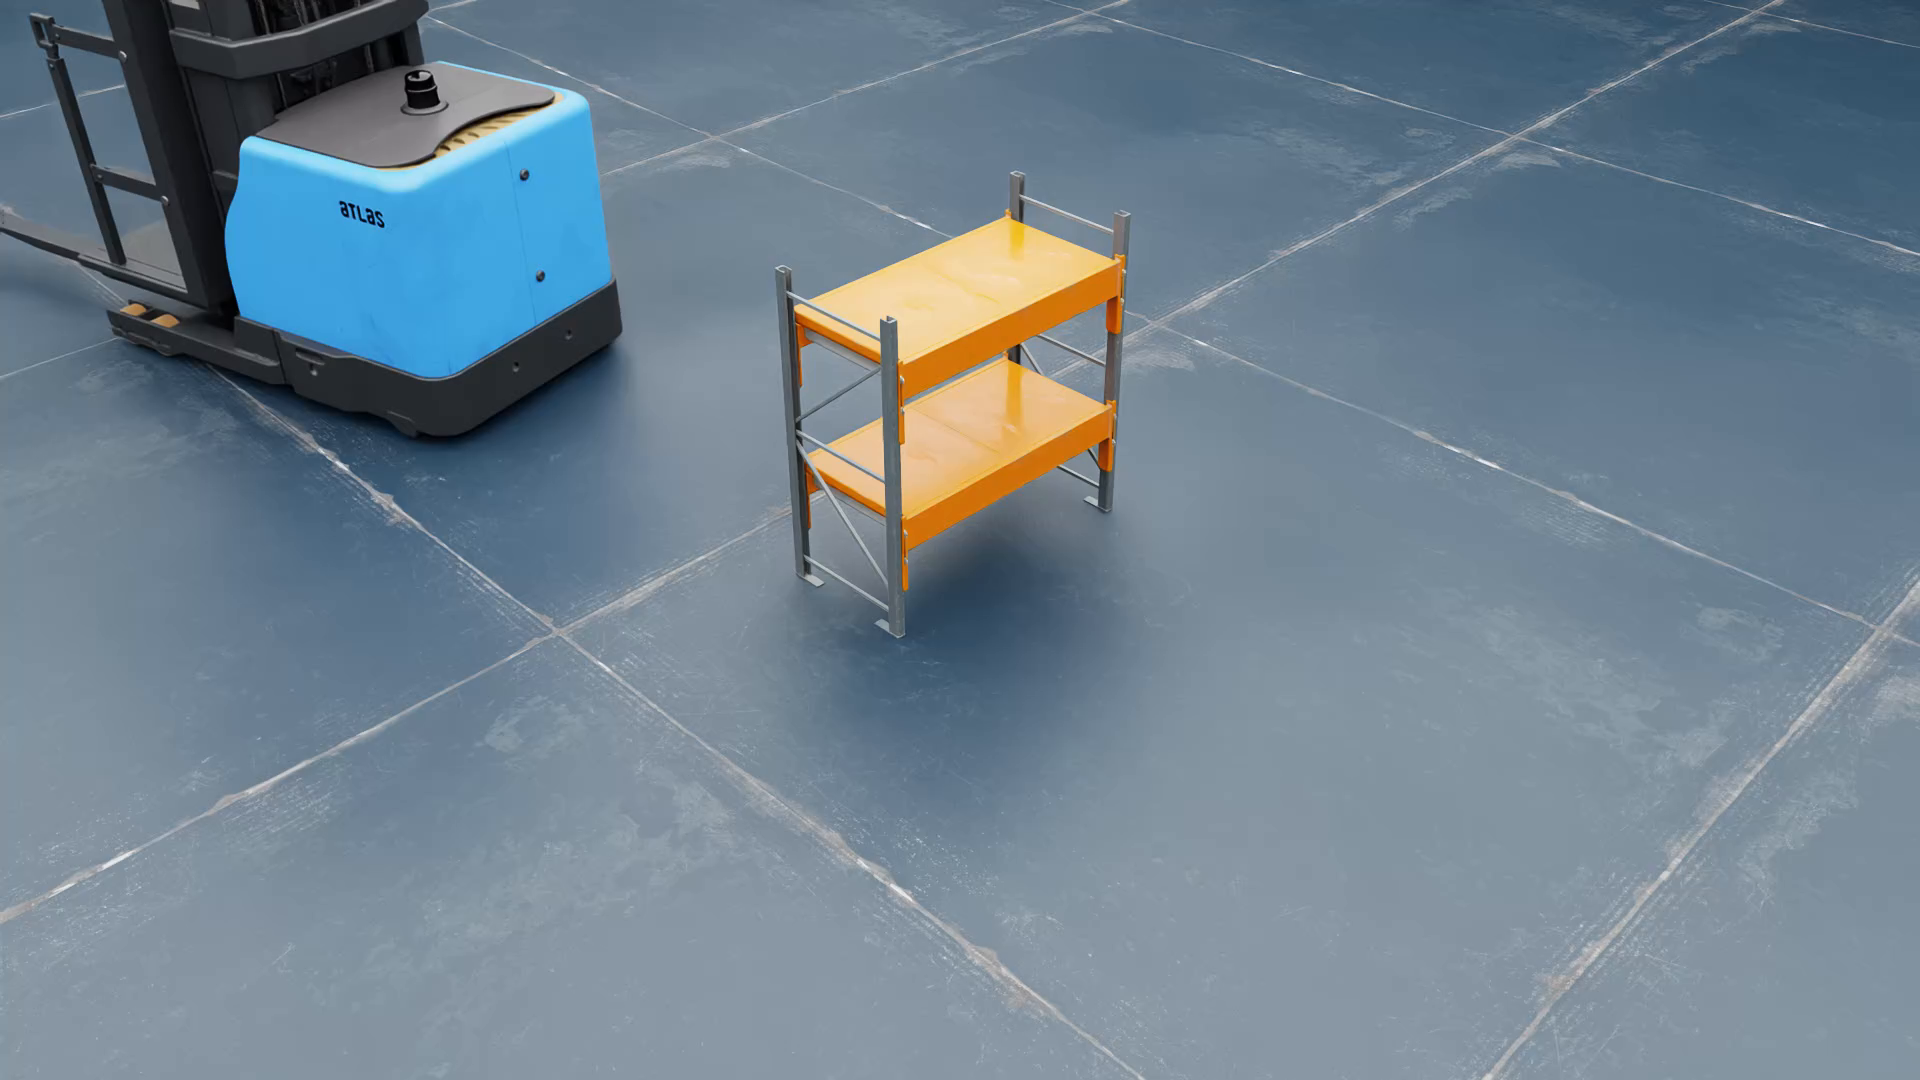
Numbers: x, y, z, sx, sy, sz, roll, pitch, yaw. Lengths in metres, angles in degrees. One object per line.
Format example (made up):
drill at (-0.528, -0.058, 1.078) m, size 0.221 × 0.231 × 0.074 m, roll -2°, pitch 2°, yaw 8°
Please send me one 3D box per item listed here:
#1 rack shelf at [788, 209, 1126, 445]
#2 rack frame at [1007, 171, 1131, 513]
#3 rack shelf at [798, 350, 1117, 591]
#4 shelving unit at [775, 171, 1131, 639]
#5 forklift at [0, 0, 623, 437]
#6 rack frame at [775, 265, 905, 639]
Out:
rack shelf at (-0.005, -0.699, 5.257) m, size 0.538 × 0.278 × 1.000 m, roll 30°, pitch 45°, yaw 35°
rack frame at (0.353, -0.665, 5.720) m, size 0.500 × 1.125 × 0.032 m, roll 30°, pitch 45°, yaw 35°
rack shelf at (-0.005, -0.258, 5.564) m, size 0.538 × 0.278 × 1.000 m, roll 30°, pitch 45°, yaw 35°
shelving unit at (-0.005, -0.459, 5.424) m, size 0.538 × 1.125 × 1.048 m, roll 30°, pitch 45°, yaw 35°
forklift at (-2.926, -2.199, 6.340) m, size 3.031 × 2.935 × 1.130 m, roll 18°, pitch 39°, yaw 24°
rack frame at (-0.363, -0.252, 5.128) m, size 0.500 × 1.125 × 0.032 m, roll 30°, pitch 45°, yaw 35°
